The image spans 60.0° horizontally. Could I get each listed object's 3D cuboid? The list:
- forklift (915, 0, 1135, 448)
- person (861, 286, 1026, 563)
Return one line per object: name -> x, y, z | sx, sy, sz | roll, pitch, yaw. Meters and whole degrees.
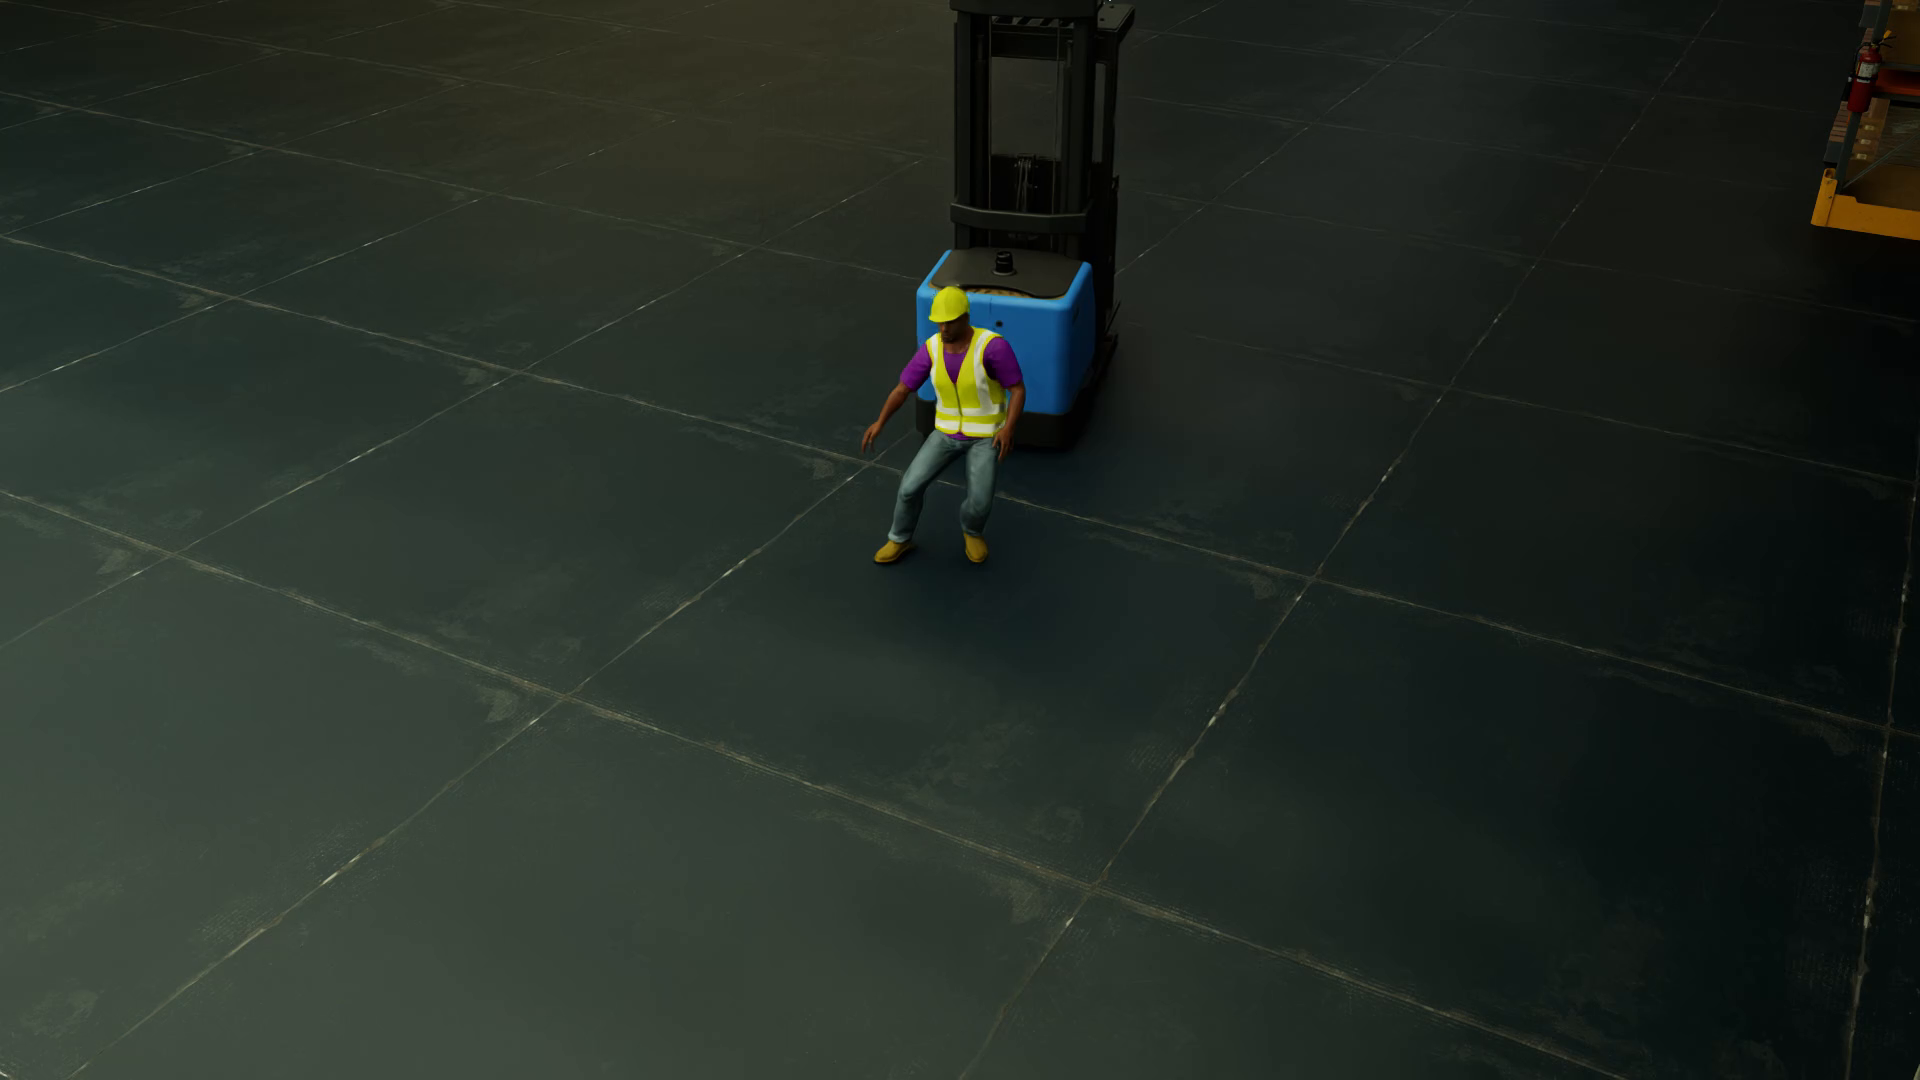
forklift -> 0.559, -2.597, 11.570 | 1.130, 2.935, 3.031 | 7, 31, 12
person -> -0.065, -0.611, 9.425 | 0.860, 1.644, 0.614 | 12, 32, 20
